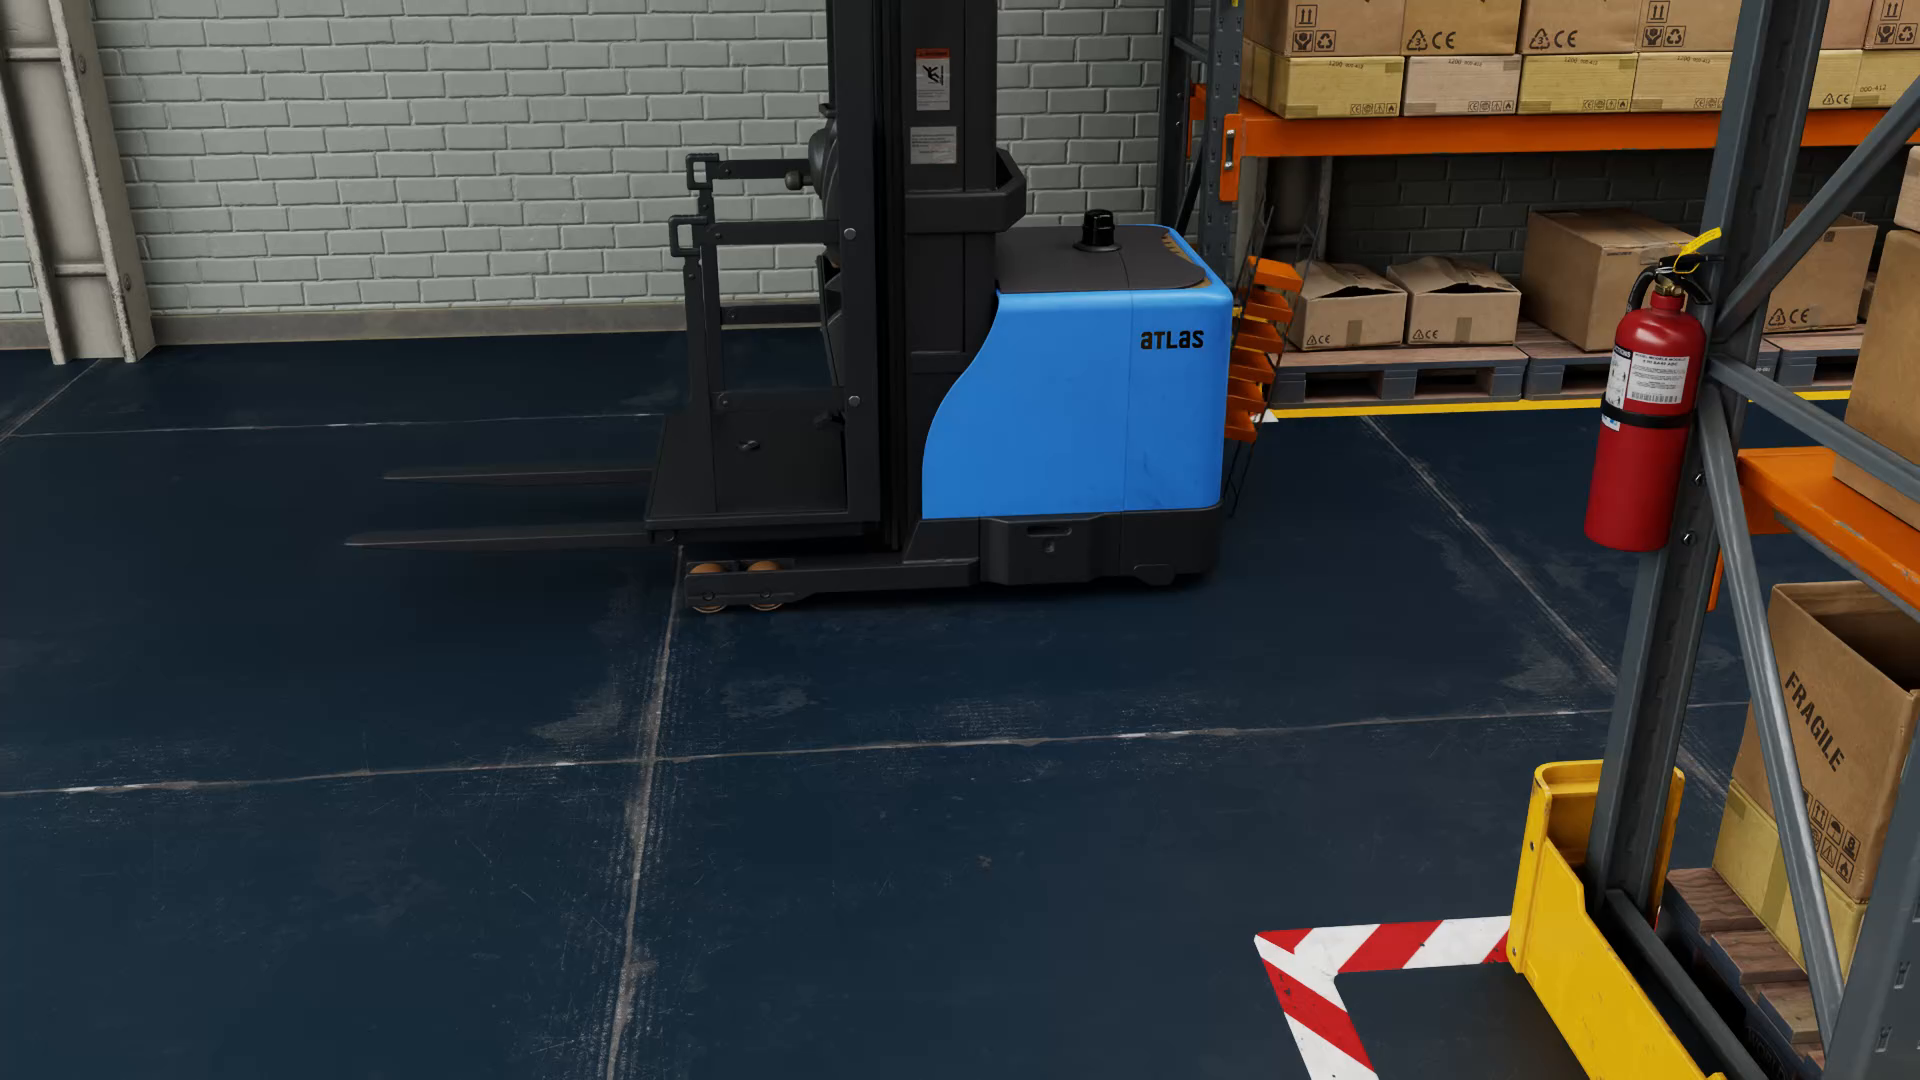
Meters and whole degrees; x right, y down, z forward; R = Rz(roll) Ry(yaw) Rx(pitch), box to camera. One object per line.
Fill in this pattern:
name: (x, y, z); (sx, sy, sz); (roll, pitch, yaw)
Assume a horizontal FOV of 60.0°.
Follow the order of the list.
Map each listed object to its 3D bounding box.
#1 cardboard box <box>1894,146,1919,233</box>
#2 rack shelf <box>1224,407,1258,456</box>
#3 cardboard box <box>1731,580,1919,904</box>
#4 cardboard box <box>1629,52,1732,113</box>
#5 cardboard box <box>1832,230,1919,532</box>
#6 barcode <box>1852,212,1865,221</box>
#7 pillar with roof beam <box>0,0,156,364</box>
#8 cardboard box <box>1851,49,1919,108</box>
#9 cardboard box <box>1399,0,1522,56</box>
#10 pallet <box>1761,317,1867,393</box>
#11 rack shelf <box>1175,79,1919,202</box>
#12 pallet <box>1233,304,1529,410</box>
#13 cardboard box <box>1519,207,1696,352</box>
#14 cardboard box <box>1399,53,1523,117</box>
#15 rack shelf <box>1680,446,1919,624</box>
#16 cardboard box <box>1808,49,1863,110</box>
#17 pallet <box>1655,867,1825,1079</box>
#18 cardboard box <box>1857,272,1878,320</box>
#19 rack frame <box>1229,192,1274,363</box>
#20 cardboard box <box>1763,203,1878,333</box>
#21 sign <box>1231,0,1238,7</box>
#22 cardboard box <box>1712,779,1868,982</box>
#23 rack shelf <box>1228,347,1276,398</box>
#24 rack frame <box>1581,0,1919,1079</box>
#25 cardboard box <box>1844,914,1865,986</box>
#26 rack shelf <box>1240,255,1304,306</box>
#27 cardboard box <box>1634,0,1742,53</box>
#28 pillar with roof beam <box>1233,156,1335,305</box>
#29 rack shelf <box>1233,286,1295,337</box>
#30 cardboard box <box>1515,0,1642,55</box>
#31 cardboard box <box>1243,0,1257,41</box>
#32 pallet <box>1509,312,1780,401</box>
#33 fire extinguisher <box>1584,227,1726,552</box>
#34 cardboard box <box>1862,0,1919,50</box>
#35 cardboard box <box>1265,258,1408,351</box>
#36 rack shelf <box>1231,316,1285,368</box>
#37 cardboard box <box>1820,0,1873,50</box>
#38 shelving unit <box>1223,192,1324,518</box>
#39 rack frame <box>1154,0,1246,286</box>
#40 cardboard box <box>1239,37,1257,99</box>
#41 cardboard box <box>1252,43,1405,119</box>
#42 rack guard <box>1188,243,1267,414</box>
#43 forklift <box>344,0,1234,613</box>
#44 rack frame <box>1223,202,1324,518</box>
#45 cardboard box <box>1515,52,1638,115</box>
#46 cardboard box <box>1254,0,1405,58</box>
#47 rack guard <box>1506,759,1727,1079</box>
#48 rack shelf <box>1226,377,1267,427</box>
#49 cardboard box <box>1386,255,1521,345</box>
cardboard box: (1.923, -0.601, 2.986); (0.250, 0.149, 0.380); (-3, 24, -6)
rack shelf: (1.030, -0.432, 6.411); (0.180, 0.103, 0.258); (11, 24, -4)
cardboard box: (2.066, 0.414, 3.570); (0.500, 0.500, 0.500); (-2, 24, -5)
cardboard box: (3.114, -2.064, 7.360); (0.500, 0.250, 0.500); (-2, 24, -5)
cardboard box: (2.027, -0.225, 2.941); (0.500, 0.500, 0.700); (-2, 24, -5)
barcode: (4.491, -1.608, 8.317); (0.075, 0.075, 0.001); (-2, 24, -5)
pillar with roof beam: (-3.865, -3.308, 2.612); (0.400, 9.000, 9.100); (-2, 24, -5)
cardboard box: (4.113, -2.111, 7.465); (0.500, 0.250, 0.500); (-2, 24, -5)
cardboard box: (2.068, -2.365, 7.114); (0.500, 0.500, 0.500); (-2, 24, -5)
pallet: (4.387, -1.013, 8.268); (1.213, 0.211, 1.003); (-2, 24, -5)
rack shelf: (3.061, -1.919, 7.761); (4.000, 0.370, 1.077); (-2, 24, -5)
pallet: (1.959, -0.915, 8.049); (1.213, 0.211, 1.003); (-2, 24, -5)
cardboard box: (3.071, -1.250, 7.905); (0.500, 0.500, 0.700); (-4, 24, -8)
cardboard box: (2.103, -2.027, 7.276); (0.500, 0.250, 0.500); (-3, 24, -7)
rack shelf: (3.552, 0.083, 3.256); (4.000, 0.370, 1.077); (-2, 24, -5)
cardboard box: (3.614, -2.084, 7.406); (0.500, 0.250, 0.500); (-2, 24, -5)
pallet: (2.319, 1.061, 3.604); (1.213, 0.211, 1.003); (-2, 24, -5)
cardboard box: (4.522, -1.201, 8.205); (0.250, 0.166, 0.380); (-5, 25, -12)
rack frame: (0.999, -0.703, 6.290); (0.006, 1.200, 0.240); (11, 24, -4)
cardboard box: (4.023, -1.329, 8.083); (0.500, 0.500, 0.500); (-4, 24, -9)
sign: (1.125, -2.345, 6.766); (0.005, 0.325, 0.100); (-2, 24, -5)
cardboard box: (2.066, 0.758, 3.721); (0.500, 0.250, 0.500); (-2, 24, -5)
rack shelf: (1.080, -0.646, 6.315); (0.180, 0.103, 0.258); (11, 24, -4)
rack frame: (1.562, -0.166, 2.931); (0.127, 3.000, 1.000); (-2, 24, -5)
cardboard box: (2.117, 0.967, 3.250); (0.500, 0.250, 0.500); (-2, 24, -5)
rack shelf: (1.154, -0.968, 6.172); (0.180, 0.103, 0.258); (11, 24, -4)
cardboard box: (3.096, -2.408, 7.212); (0.500, 0.500, 0.500); (-2, 24, -3)
pillar with roof beam: (2.106, -3.547, 3.151); (0.400, 9.000, 9.100); (-2, 24, -5)
rack shelf: (1.129, -0.861, 6.220); (0.180, 0.103, 0.258); (11, 24, -4)
cardboard box: (2.583, -2.383, 7.155); (0.500, 0.500, 0.500); (-3, 24, -7)
cardboard box: (1.519, -2.556, 7.545); (0.500, 0.500, 0.500); (-3, 24, -6)
pallet: (3.170, -0.963, 8.156); (1.213, 0.211, 1.003); (-2, 24, -5)
fire extinguisher: (1.398, -0.314, 3.358); (0.183, 0.674, 0.296); (-2, 24, -5)
cardboard box: (4.115, -2.445, 7.295); (0.500, 0.500, 0.500); (-2, 24, -5)
cardboard box: (1.768, -1.132, 7.872); (0.500, 0.311, 0.500); (-5, 24, -11)
rack shelf: (1.104, -0.754, 6.267); (0.180, 0.103, 0.258); (11, 24, -4)
cardboard box: (3.613, -2.429, 7.259); (0.500, 0.500, 0.500); (-3, 24, -7)
shelving unit: (1.089, -0.686, 6.298); (0.189, 1.200, 0.258); (11, 24, -4)
rack frame: (1.071, -2.168, 7.435); (0.127, 3.000, 1.000); (-2, 24, -5)
cardboard box: (1.517, -2.206, 7.680); (0.500, 0.250, 0.500); (-2, 24, -4)
cardboard box: (1.588, -2.000, 7.217); (0.500, 0.250, 0.500); (-3, 24, -7)
rack guard: (1.147, -1.029, 7.950); (0.348, 0.500, 1.175); (-2, 24, -5)
forklift: (-0.627, -1.315, 5.600); (3.031, 2.935, 1.130); (-2, 24, -5)
rack frame: (1.178, -0.669, 6.305); (0.006, 1.200, 0.240); (11, 24, -4)
cardboard box: (2.611, -2.044, 7.317); (0.500, 0.250, 0.500); (-3, 24, -6)
cardboard box: (1.576, -2.349, 7.079); (0.500, 0.500, 0.500); (-2, 24, -5)
rack guard: (1.538, 0.977, 3.436); (0.348, 0.500, 1.175); (-2, 24, -5)
rack shelf: (1.055, -0.539, 6.363); (0.180, 0.103, 0.258); (11, 24, -4)
cardboard box: (2.336, -1.155, 7.923); (0.500, 0.311, 0.500); (0, 24, -1)
